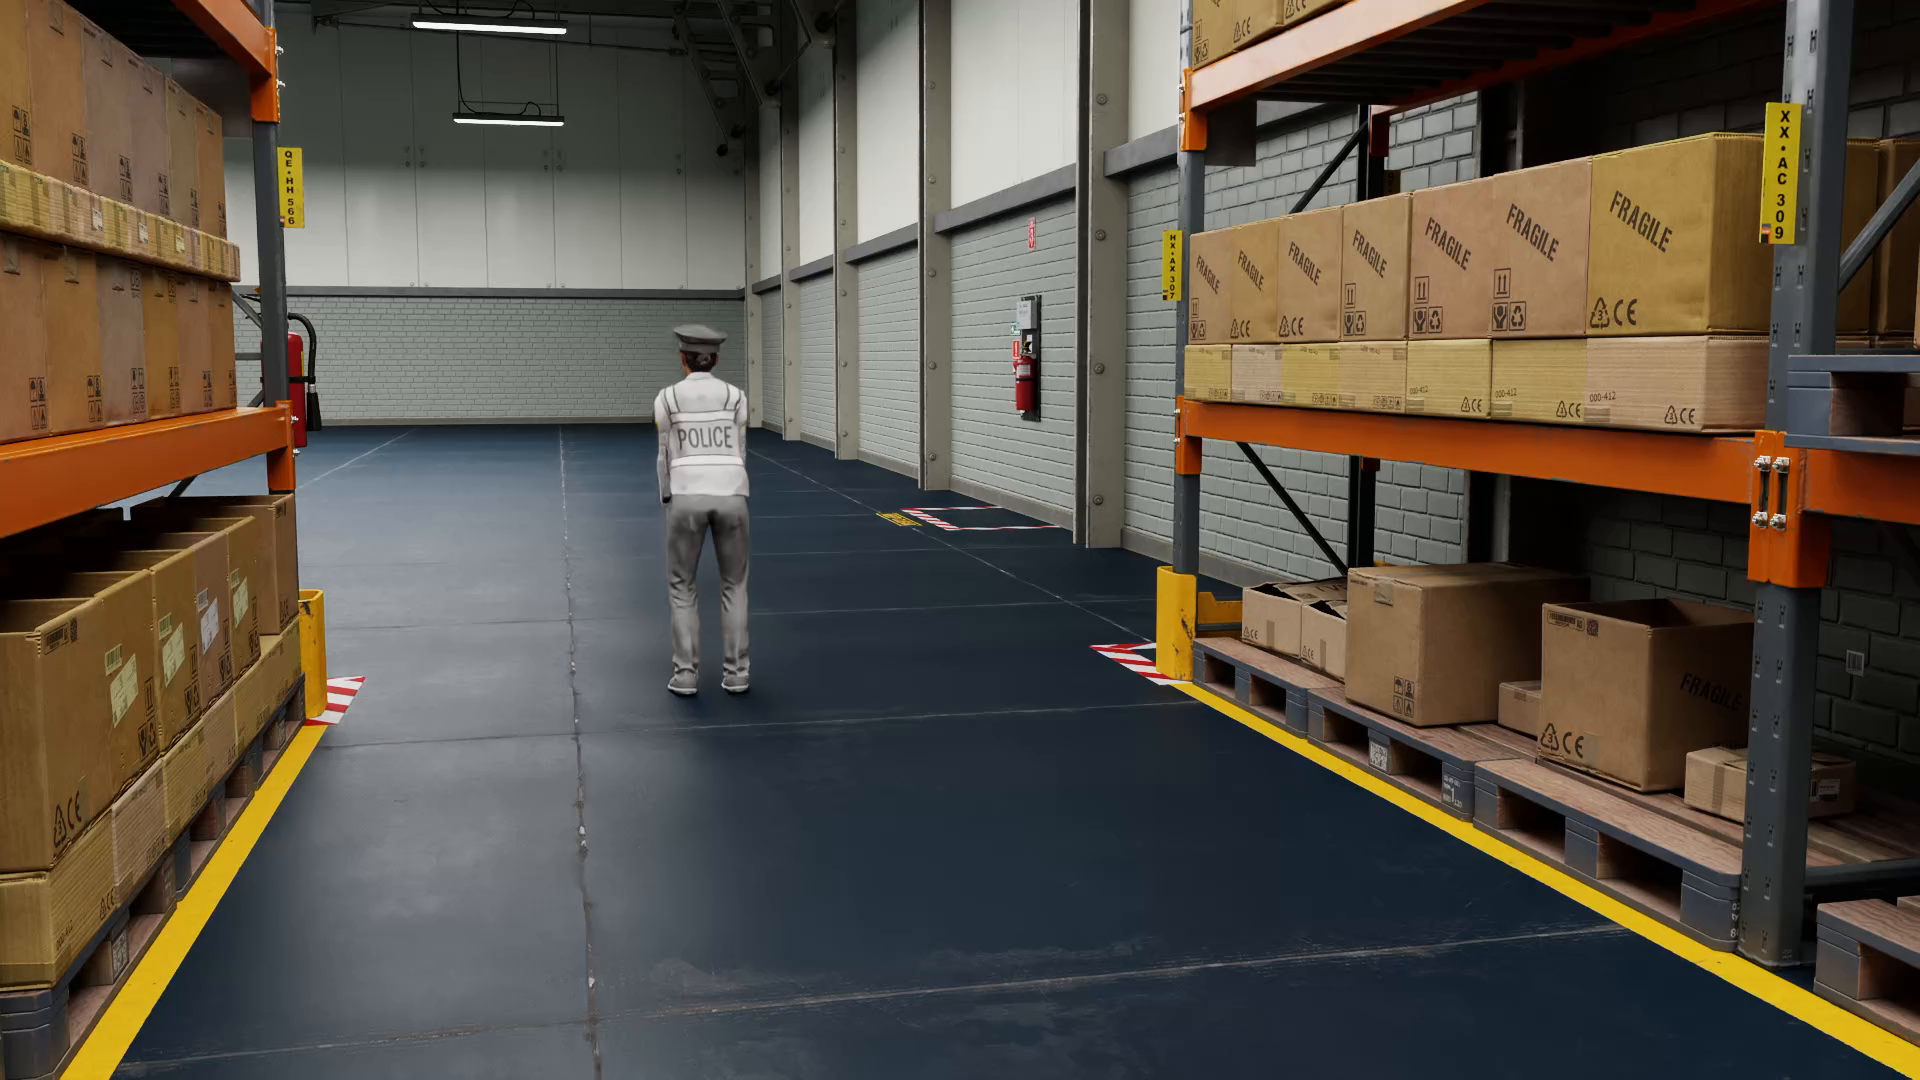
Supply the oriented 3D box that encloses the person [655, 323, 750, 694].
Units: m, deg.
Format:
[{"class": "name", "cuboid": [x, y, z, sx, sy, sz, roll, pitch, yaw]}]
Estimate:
[{"class": "person", "cuboid": [-1.167, -0.144, 7.531, 0.415, 1.665, 0.542, -2, 6, -15]}]
